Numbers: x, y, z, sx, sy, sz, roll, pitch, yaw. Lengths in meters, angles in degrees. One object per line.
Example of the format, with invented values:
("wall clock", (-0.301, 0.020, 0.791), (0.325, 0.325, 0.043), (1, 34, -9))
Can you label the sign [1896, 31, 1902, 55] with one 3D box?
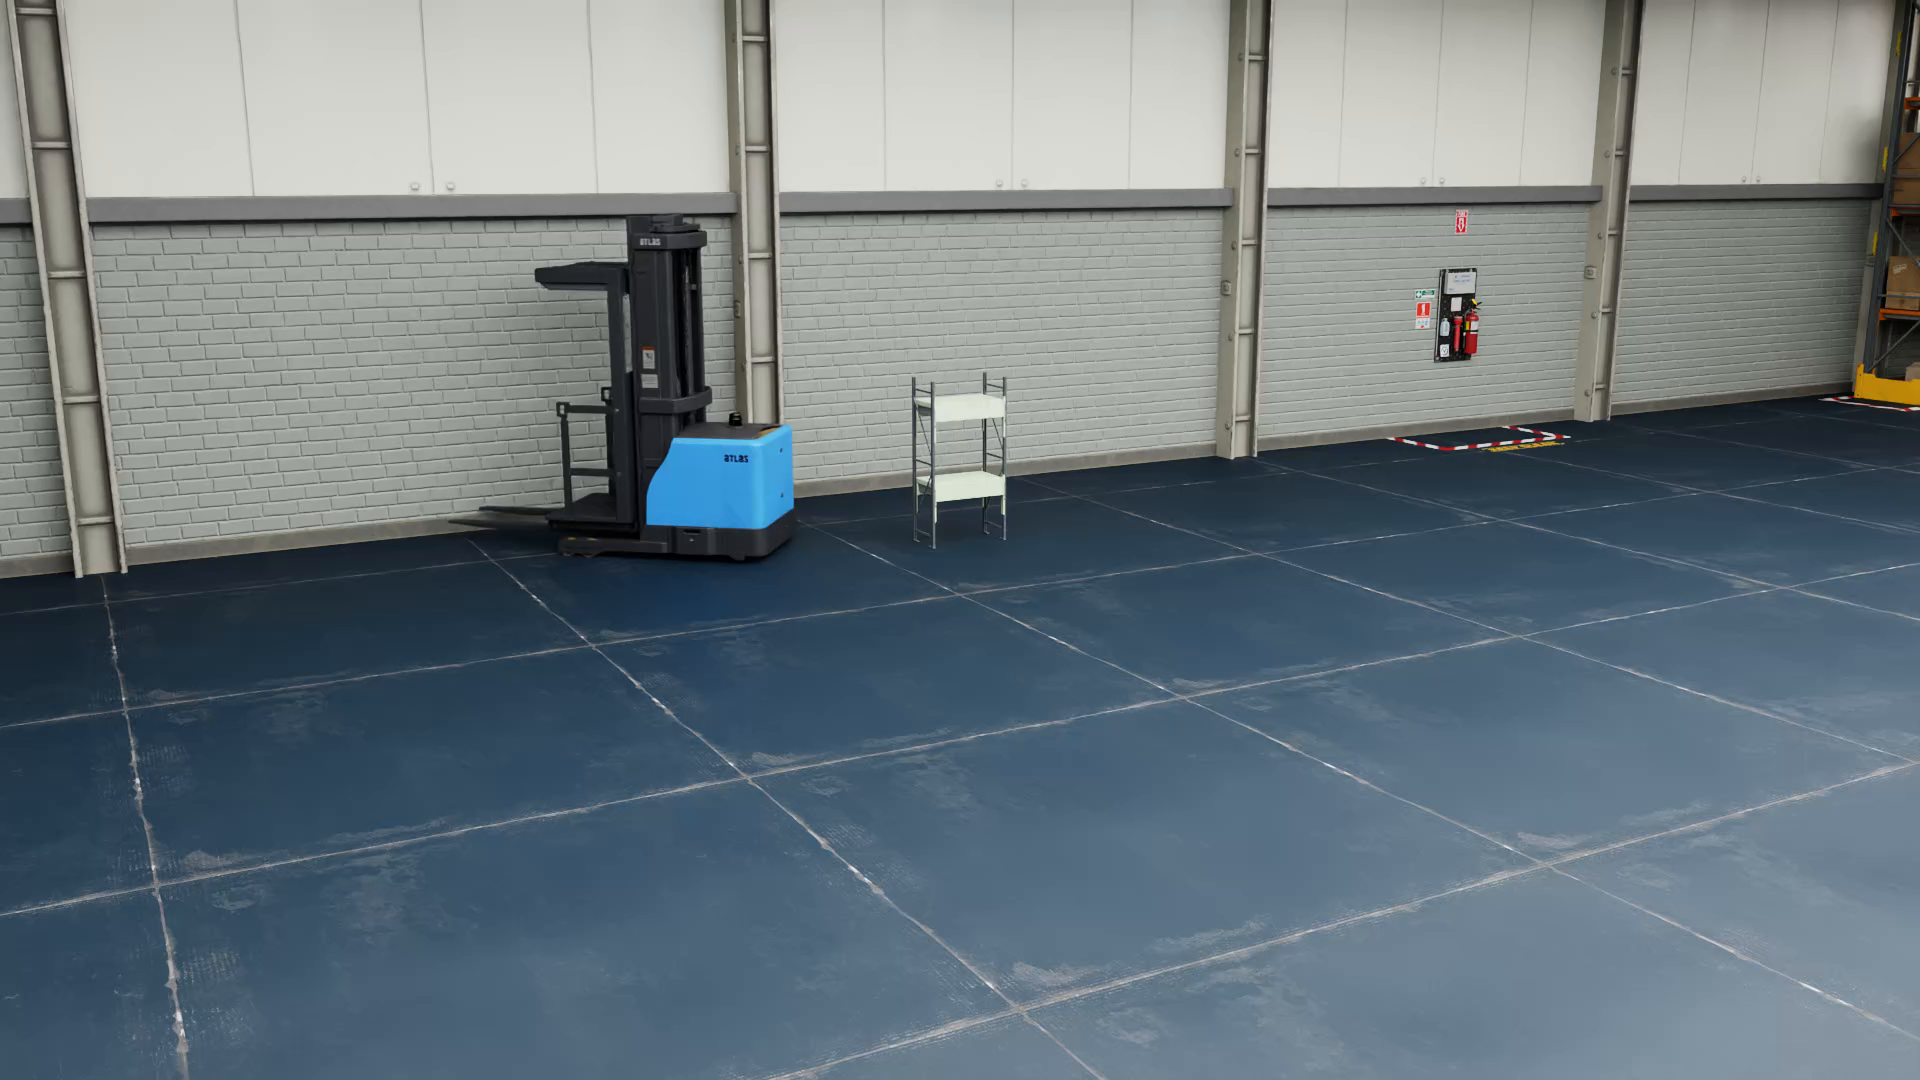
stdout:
("sign", (13.350, -7.051, 23.598), (0.005, 0.325, 0.100), (-7, 14, -28))

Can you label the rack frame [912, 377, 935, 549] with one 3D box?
("rack frame", (-0.327, -0.692, 14.911), (0.023, 1.500, 0.400), (-7, 14, -28))

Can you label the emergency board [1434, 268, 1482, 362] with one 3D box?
("emergency board", (6.344, -2.839, 21.033), (0.643, 1.169, 0.194), (-7, 14, -28))

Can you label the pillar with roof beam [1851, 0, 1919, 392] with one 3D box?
("pillar with roof beam", (15.861, -5.820, 20.615), (0.400, 9.000, 9.100), (-7, 14, -28))

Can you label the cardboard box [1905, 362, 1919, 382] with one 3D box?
("cardboard box", (14.249, -2.441, 24.385), (0.500, 0.311, 0.500), (-9, 15, -34))

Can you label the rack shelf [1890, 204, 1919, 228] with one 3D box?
("rack shelf", (15.354, -4.805, 24.577), (4.000, 0.370, 1.077), (-7, 14, -28))

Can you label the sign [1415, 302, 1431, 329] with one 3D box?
("sign", (5.810, -2.818, 20.859), (0.234, 0.329, 0.001), (-7, 14, -28))

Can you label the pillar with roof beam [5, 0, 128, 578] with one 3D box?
("pillar with roof beam", (-5.205, -3.295, 9.396), (0.400, 9.000, 9.100), (-7, 14, -28))

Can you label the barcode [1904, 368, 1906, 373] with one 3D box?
("barcode", (14.073, -2.524, 24.735), (0.075, 0.075, 0.001), (-7, 14, -28))

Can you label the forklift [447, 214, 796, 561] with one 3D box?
("forklift", (-3.070, -1.388, 14.744), (3.031, 2.935, 1.130), (2, 13, 10))

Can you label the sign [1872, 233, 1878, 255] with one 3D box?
("sign", (13.350, -4.311, 24.215), (0.005, 0.325, 0.100), (-7, 14, -28))

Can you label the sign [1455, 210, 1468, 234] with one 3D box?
("sign", (6.290, -3.988, 20.860), (0.199, 0.298, 0.001), (-7, 14, -28))

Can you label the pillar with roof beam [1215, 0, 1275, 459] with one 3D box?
("pillar with roof beam", (5.328, -4.557, 15.005), (0.400, 9.000, 9.100), (-7, 14, -28))

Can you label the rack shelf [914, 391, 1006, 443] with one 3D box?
("rack shelf", (-0.006, -1.112, 14.996), (0.720, 0.370, 0.431), (-7, 14, -28))

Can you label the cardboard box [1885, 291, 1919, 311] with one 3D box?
("cardboard box", (13.916, -3.506, 24.291), (0.500, 0.250, 0.500), (-7, 14, -27))

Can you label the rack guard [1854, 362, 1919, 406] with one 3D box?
("rack guard", (13.665, -2.271, 24.202), (0.348, 0.500, 1.175), (-7, 14, -28))

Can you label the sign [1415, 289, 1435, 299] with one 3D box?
("sign", (5.818, -3.075, 20.795), (0.331, 0.109, 0.001), (-7, 14, -28))

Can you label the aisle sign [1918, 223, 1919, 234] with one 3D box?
("aisle sign", (13.679, -4.685, 23.316), (0.004, 0.787, 0.394), (-7, 14, -28))

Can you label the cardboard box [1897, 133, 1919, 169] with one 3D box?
("cardboard box", (13.851, -5.588, 23.865), (0.500, 0.500, 0.500), (-6, 14, -25))

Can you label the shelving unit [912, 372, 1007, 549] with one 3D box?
("shelving unit", (-0.006, -0.731, 15.082), (0.755, 1.500, 0.431), (-7, 14, -28))

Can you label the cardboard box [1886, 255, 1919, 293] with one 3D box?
("cardboard box", (13.910, -3.875, 24.226), (0.500, 0.500, 0.500), (-7, 14, -28))

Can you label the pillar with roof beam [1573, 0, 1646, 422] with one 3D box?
("pillar with roof beam", (10.594, -5.189, 17.810), (0.400, 9.000, 9.100), (-7, 14, -28))

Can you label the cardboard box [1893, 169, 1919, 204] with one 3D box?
("cardboard box", (13.843, -5.097, 23.961), (0.500, 0.500, 0.500), (-6, 14, -24))

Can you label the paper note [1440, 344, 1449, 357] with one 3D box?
("paper note", (6.156, -2.404, 21.106), (0.142, 0.148, 0.016), (-7, 14, -28))

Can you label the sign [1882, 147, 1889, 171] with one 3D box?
("sign", (13.350, -5.487, 23.950), (0.005, 0.325, 0.100), (-7, 14, -28))

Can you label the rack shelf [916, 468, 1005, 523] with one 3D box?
("rack shelf", (-0.006, -0.413, 15.154), (0.720, 0.370, 0.431), (-7, 14, -28))

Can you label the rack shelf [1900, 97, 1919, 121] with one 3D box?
("rack shelf", (15.354, -6.267, 24.248), (4.000, 0.370, 1.077), (-7, 14, -28))

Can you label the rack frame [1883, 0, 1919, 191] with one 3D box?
("rack frame", (13.598, -6.409, 23.233), (0.127, 3.000, 1.000), (-7, 14, -28))

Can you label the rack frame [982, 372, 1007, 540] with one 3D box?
("rack frame", (0.315, -0.769, 15.253), (0.023, 1.500, 0.400), (-7, 14, -28))

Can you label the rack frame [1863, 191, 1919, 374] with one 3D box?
("rack frame", (13.598, -3.482, 23.892), (0.127, 3.000, 1.000), (-7, 14, -28))

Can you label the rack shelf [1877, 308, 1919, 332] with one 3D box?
("rack shelf", (15.354, -3.342, 24.906), (4.000, 0.370, 1.077), (-7, 14, -28))

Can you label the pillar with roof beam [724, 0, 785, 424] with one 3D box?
("pillar with roof beam", (0.062, -3.926, 12.201), (0.400, 9.000, 9.100), (-7, 14, -28))
